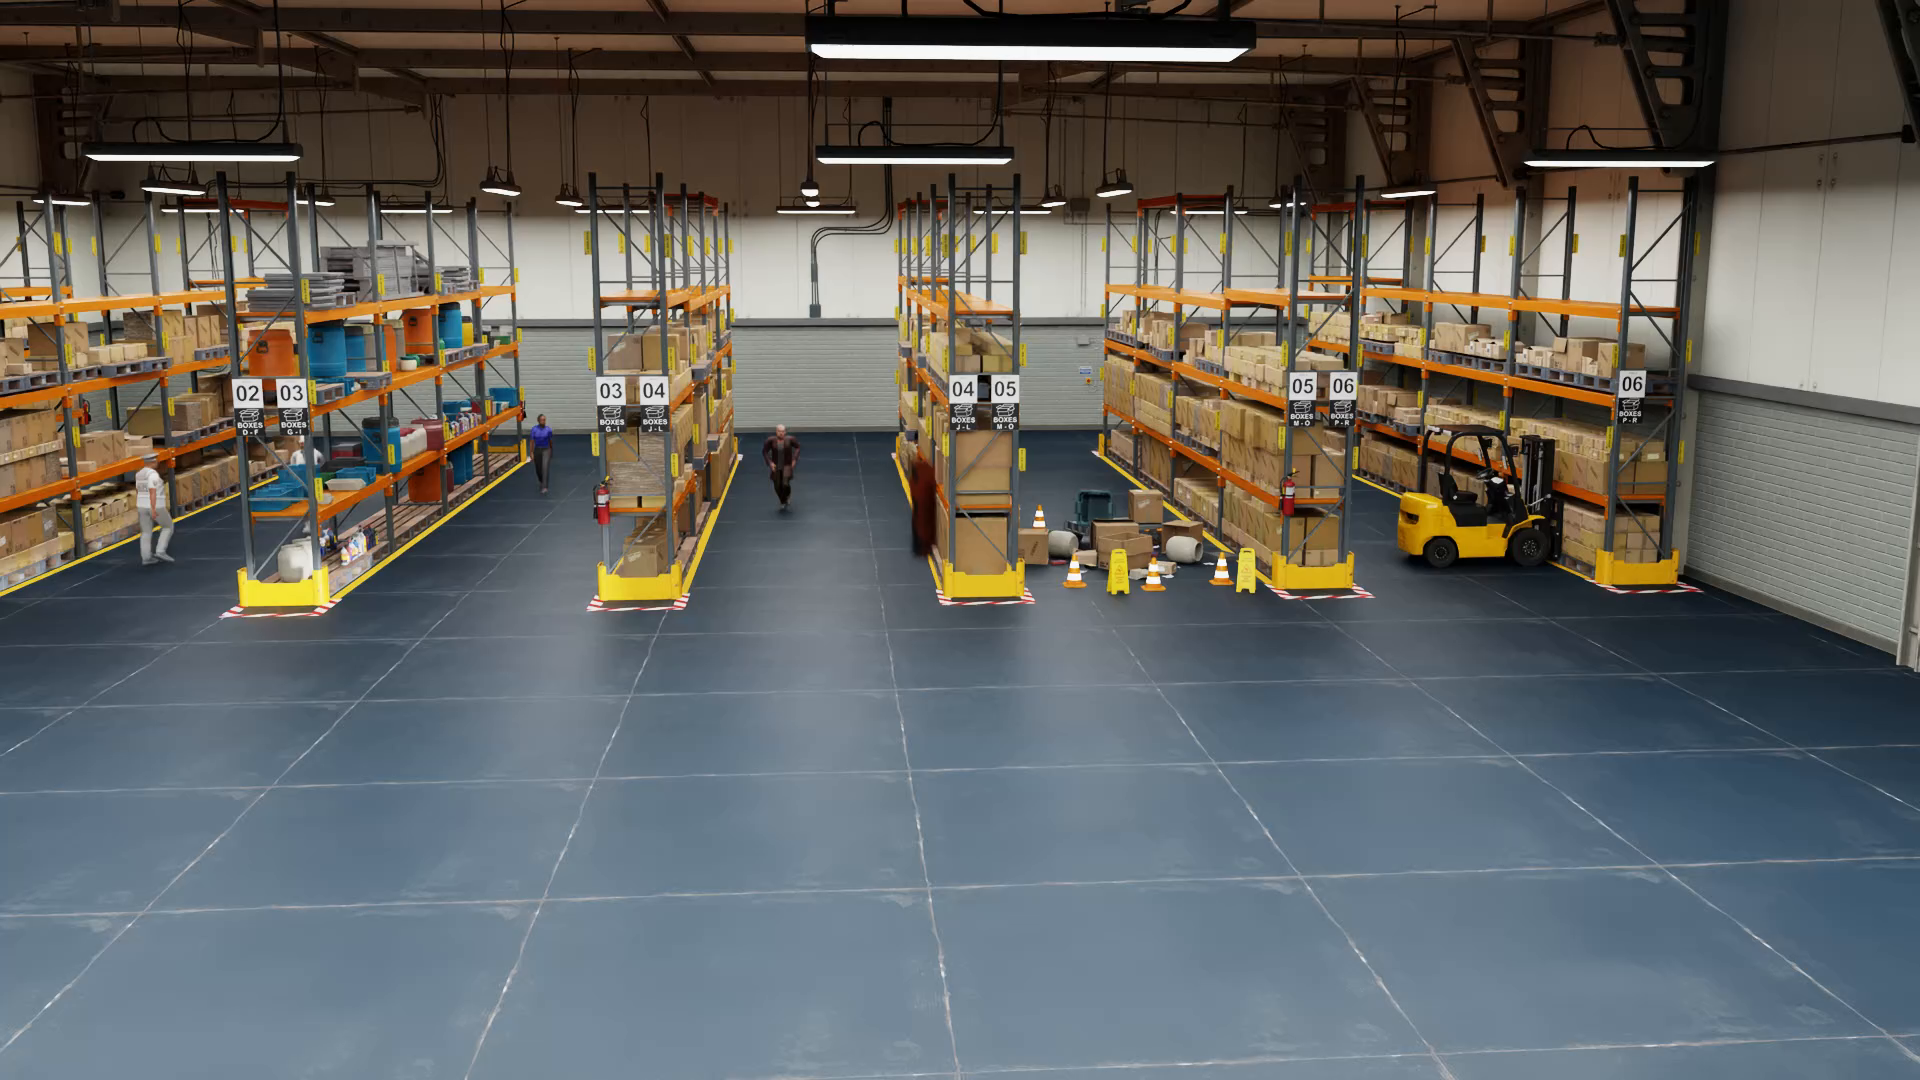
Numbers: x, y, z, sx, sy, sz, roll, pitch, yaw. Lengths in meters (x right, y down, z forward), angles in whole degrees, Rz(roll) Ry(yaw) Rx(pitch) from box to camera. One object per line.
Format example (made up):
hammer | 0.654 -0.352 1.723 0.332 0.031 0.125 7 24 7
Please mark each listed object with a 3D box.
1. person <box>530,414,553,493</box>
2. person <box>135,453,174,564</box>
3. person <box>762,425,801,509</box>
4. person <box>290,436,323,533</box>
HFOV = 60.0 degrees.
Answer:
person | -8.601 -1.801 34.206 0.440 1.576 1.045 -1 10 -6
person | -12.878 -0.494 26.463 0.558 1.756 0.548 1 10 8
person | -3.416 -1.402 31.878 0.718 1.673 0.676 1 10 5
person | -11.591 -1.031 29.490 0.521 1.714 1.062 0 10 -1
